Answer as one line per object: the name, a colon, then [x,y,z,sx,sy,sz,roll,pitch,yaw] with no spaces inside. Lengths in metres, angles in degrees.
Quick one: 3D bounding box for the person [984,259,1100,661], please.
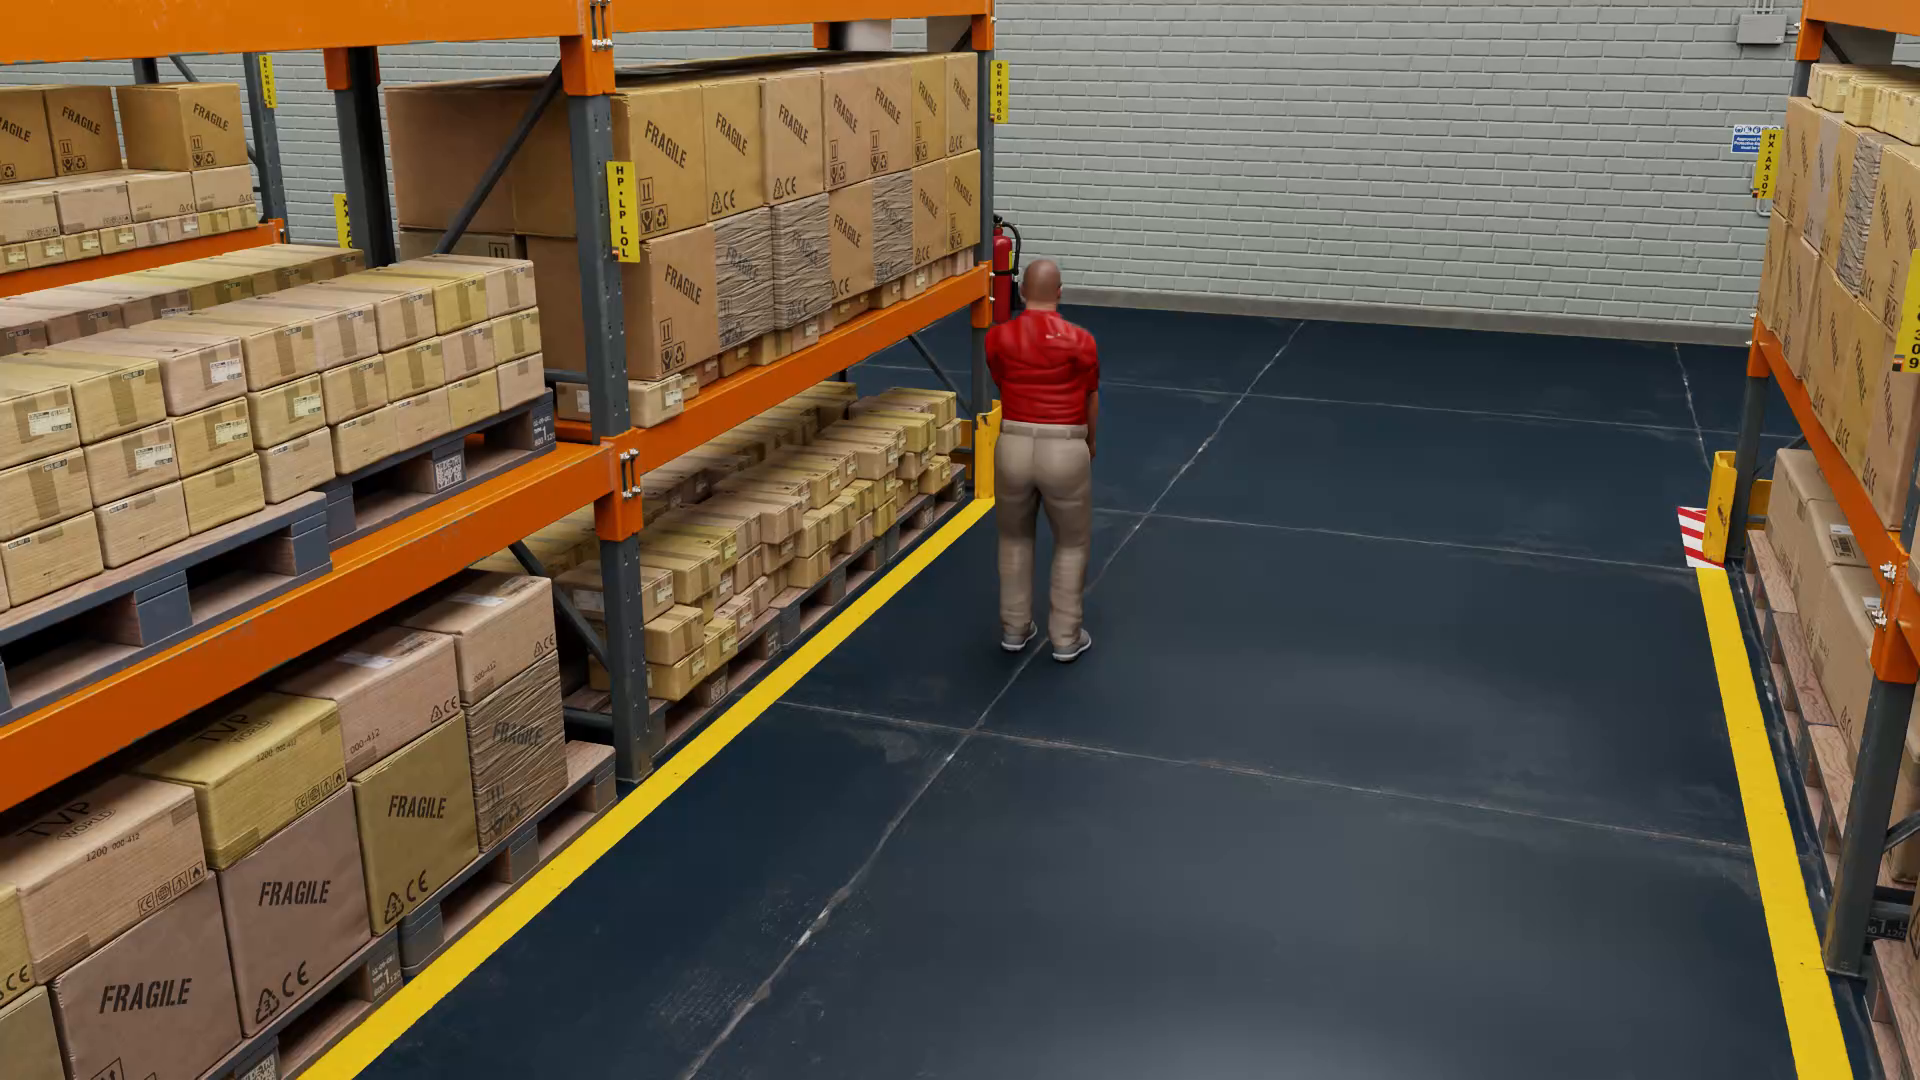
person: [0.362,-0.357,7.169,0.489,1.726,0.553,6,19,17]
